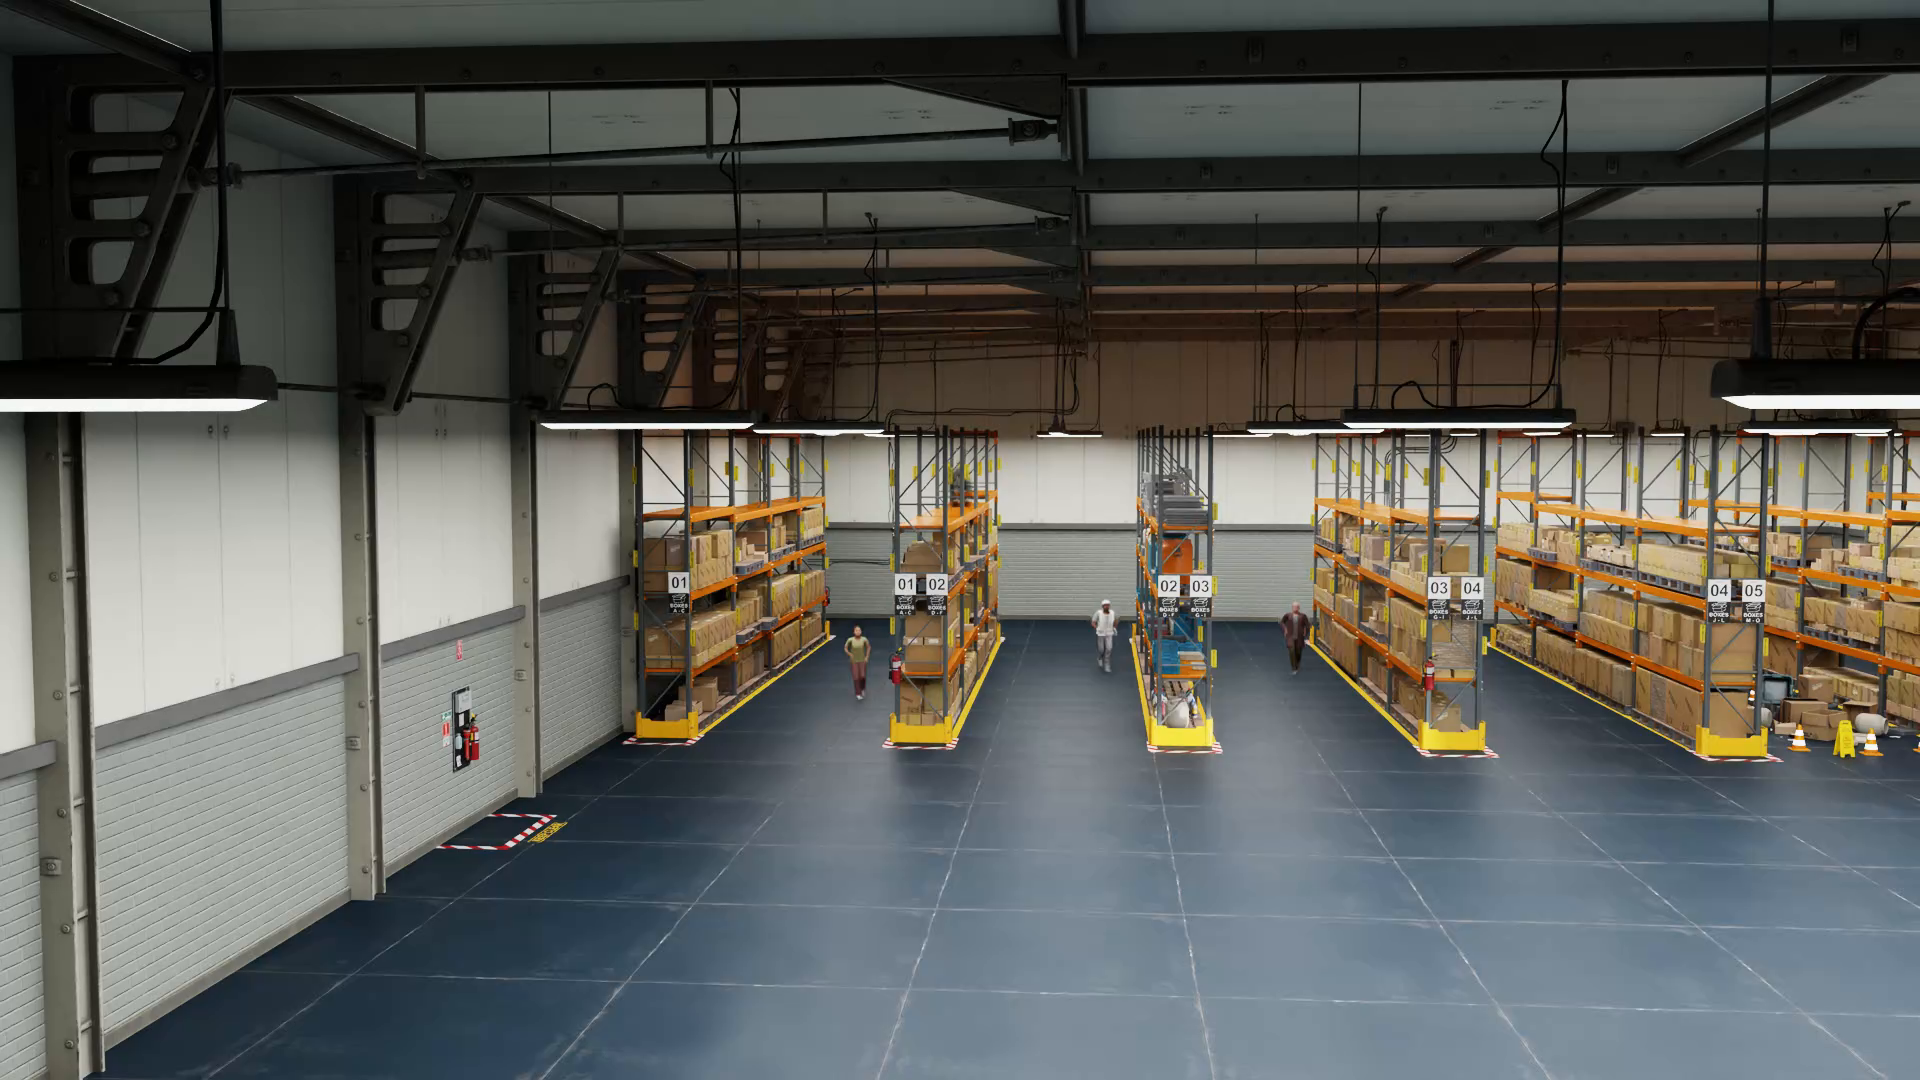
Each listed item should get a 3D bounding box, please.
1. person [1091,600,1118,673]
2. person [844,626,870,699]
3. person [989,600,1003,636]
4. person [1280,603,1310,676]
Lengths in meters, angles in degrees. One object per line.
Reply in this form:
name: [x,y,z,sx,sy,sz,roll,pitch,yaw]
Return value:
person: [3.587,2.365,41.219,0.669,1.775,0.880,0,3,-4]
person: [-2.258,2.698,36.634,0.578,1.630,0.529,0,3,-5]
person: [0.838,2.017,48.600,0.766,1.633,0.542,2,4,24]
person: [8.210,2.411,40.759,0.711,1.765,0.880,1,3,11]
